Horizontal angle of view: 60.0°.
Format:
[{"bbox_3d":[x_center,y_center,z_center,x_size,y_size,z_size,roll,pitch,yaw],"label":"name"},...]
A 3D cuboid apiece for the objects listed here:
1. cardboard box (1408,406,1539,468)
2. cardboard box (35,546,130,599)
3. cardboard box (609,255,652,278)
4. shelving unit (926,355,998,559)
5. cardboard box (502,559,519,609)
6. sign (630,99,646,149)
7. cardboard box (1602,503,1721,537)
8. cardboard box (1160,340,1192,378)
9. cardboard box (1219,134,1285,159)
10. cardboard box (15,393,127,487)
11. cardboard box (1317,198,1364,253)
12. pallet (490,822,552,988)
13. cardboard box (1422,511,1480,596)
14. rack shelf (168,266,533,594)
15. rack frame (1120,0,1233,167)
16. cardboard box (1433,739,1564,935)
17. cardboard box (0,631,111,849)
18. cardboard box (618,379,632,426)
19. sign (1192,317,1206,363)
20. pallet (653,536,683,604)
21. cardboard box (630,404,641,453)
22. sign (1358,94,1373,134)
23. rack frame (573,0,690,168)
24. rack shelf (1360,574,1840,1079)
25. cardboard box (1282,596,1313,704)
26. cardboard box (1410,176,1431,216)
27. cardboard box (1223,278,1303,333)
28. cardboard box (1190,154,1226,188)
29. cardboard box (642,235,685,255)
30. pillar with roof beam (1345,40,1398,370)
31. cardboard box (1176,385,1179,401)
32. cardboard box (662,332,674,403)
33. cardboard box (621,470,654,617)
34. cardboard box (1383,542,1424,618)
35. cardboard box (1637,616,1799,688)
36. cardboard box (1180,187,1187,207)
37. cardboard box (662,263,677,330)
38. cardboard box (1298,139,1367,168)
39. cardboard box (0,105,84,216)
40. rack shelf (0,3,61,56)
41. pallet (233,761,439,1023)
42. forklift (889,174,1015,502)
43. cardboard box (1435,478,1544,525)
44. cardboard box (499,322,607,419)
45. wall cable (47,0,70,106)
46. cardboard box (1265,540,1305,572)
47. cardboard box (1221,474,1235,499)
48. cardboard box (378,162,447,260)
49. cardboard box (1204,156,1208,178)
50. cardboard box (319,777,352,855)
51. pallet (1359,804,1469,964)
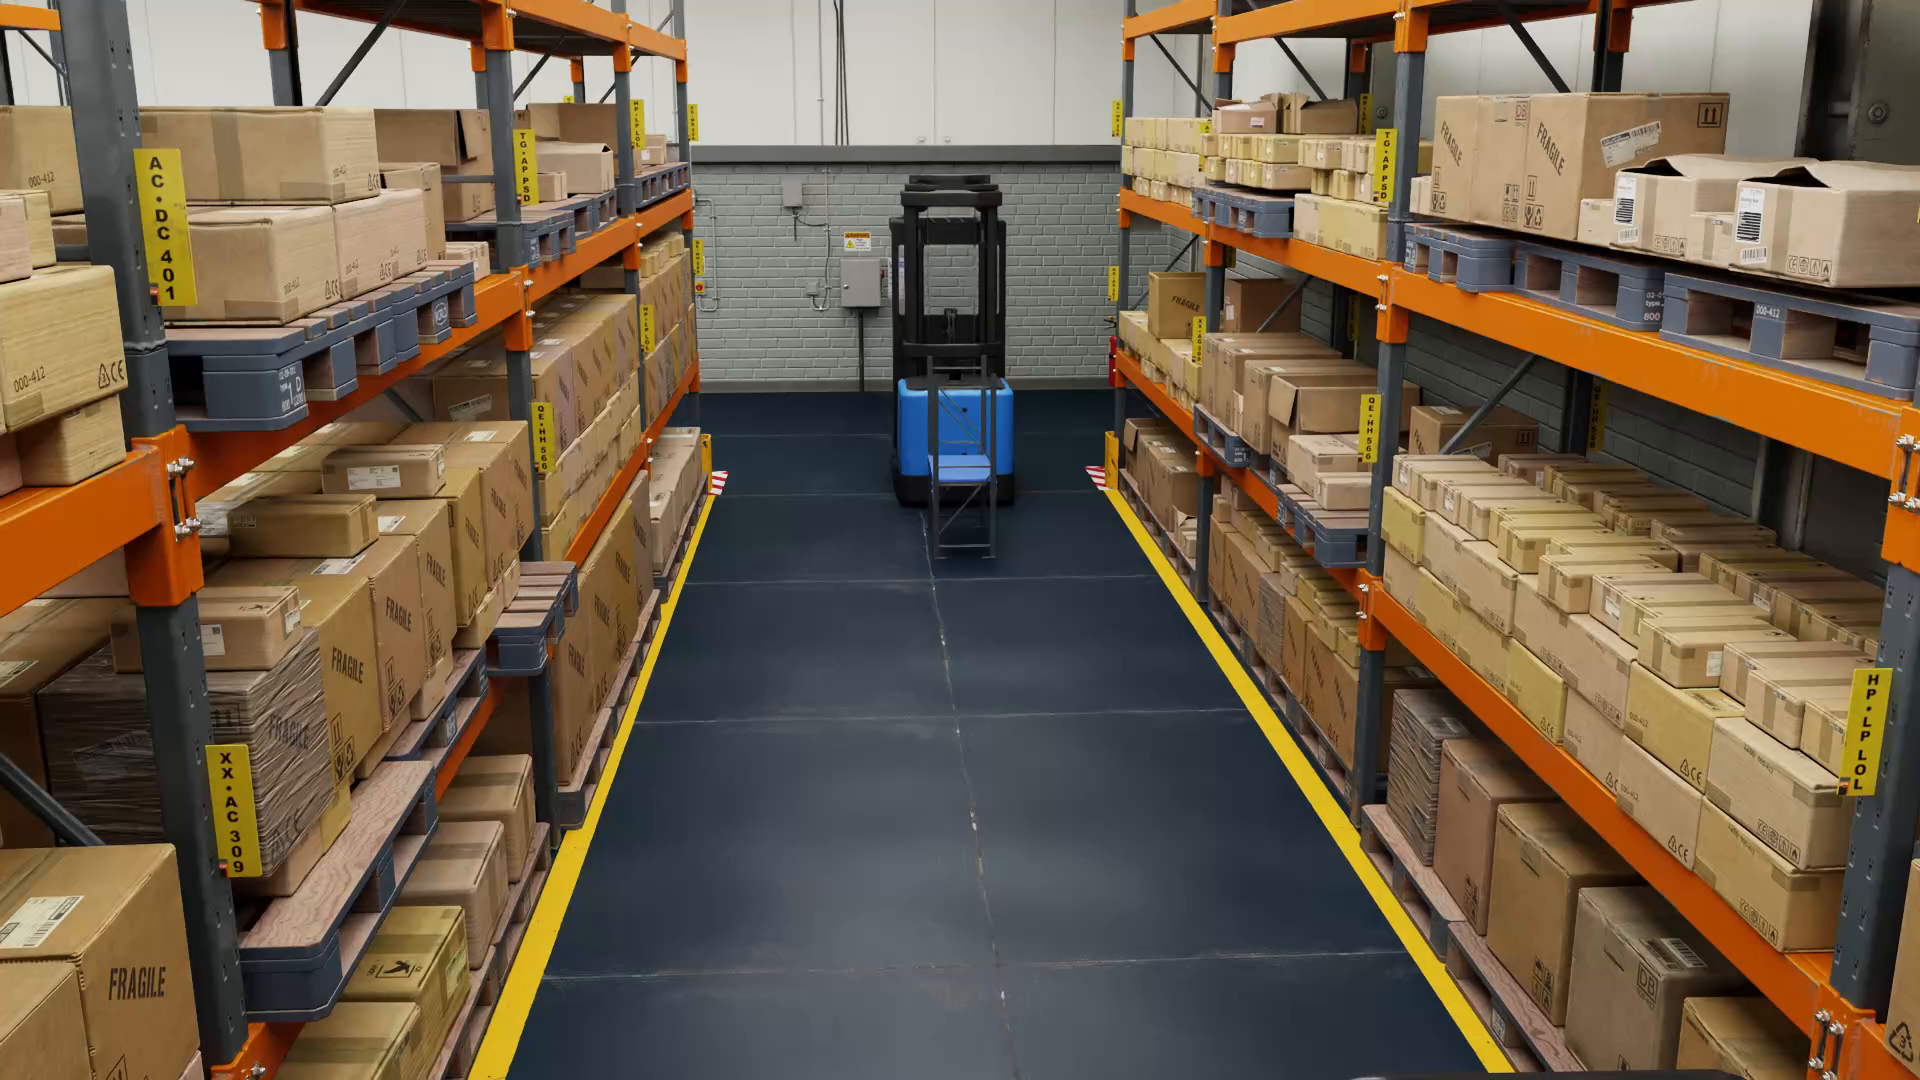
[{"bbox_3d":[2.611,-0.399,8.513,0.500,0.500,0.500,0,14,-1],"label":"cardboard box"},{"bbox_3d":[-2.529,0.063,4.818,0.380,0.149,0.250,-1,14,-5],"label":"cardboard box"},{"bbox_3d":[-2.519,-2.052,12.474,0.380,0.149,0.250,-1,14,-4],"label":"cardboard box"},{"bbox_3d":[0.005,-0.705,13.757,0.538,1.500,1.048,-1,14,-3],"label":"shelving unit"},{"bbox_3d":[-2.062,0.185,6.950,0.380,0.149,0.250,-1,14,-4],"label":"cardboard box"},{"bbox_3d":[-2.174,-2.800,11.200,0.100,0.325,0.005,-1,14,-3],"label":"sign"},{"bbox_3d":[2.816,-0.046,6.684,0.380,0.149,0.250,-1,14,-4],"label":"cardboard box"},{"bbox_3d":[1.901,-1.454,13.362,0.500,0.250,0.500,-1,14,-4],"label":"cardboard box"},{"bbox_3d":[1.881,-2.528,10.676,0.380,0.149,0.250,-1,14,-4],"label":"cardboard box"},{"bbox_3d":[-1.894,-0.201,3.273,0.380,0.149,0.250,-1,14,-3],"label":"cardboard box"},{"bbox_3d":[2.181,-1.645,8.683,0.500,0.250,0.500,-1,14,-3],"label":"cardboard box"},{"bbox_3d":[-2.420,1.606,7.361,1.003,0.211,1.213,-1,14,-3],"label":"pallet"},{"bbox_3d":[2.301,0.053,7.099,0.500,0.250,0.500,0,14,-2],"label":"cardboard box"},{"bbox_3d":[-2.343,-0.546,5.552,1.077,0.370,4.000,-1,14,-3],"label":"rack shelf"},{"bbox_3d":[1.992,-4.911,15.056,1.000,3.000,0.127,-1,14,-3],"label":"rack frame"},{"bbox_3d":[2.561,1.248,7.079,0.875,0.625,0.625,0,14,-2],"label":"cardboard box"},{"bbox_3d":[-2.477,0.549,4.234,0.500,0.500,0.500,-1,14,-4],"label":"cardboard box"},{"bbox_3d":[-2.406,-0.873,10.698,0.500,0.250,0.500,-1,14,-2],"label":"cardboard box"},{"bbox_3d":[1.698,-1.420,11.789,0.100,0.325,0.005,-1,14,-3],"label":"sign"},{"bbox_3d":[-2.684,0.226,12.723,1.003,0.211,1.213,-1,14,-3],"label":"pallet"},{"bbox_3d":[-2.435,-0.753,11.236,0.500,0.250,0.500,-1,14,-5],"label":"cardboard box"},{"bbox_3d":[2.793,-2.915,11.486,0.100,0.325,0.005,-1,14,-3],"label":"sign"},{"bbox_3d":[-2.962,-4.834,14.754,1.000,3.000,0.127,-1,14,-3],"label":"rack frame"},{"bbox_3d":[2.611,0.829,6.227,1.077,0.370,4.000,-1,14,-3],"label":"rack shelf"},{"bbox_3d":[2.191,0.634,9.716,0.500,0.500,0.500,0,14,-1],"label":"cardboard box"},{"bbox_3d":[2.206,-1.516,7.306,0.380,0.166,0.250,-1,14,-4],"label":"cardboard box"},{"bbox_3d":[2.413,-1.820,13.280,0.500,0.500,0.500,-1,14,-5],"label":"cardboard box"},{"bbox_3d":[1.960,-2.651,11.996,0.500,0.250,0.500,-1,14,-3],"label":"cardboard box"},{"bbox_3d":[-2.600,-2.563,14.461,0.380,0.149,0.250,-1,14,-4],"label":"cardboard box"},{"bbox_3d":[-1.201,-4.037,11.658,9.100,9.000,0.400,-1,14,-3],"label":"pillar with roof beam"},{"bbox_3d":[1.900,-1.159,13.017,0.380,0.149,0.250,-1,14,-2],"label":"cardboard box"},{"bbox_3d":[-2.534,-1.352,13.060,0.500,0.500,0.500,-1,14,-3],"label":"cardboard box"},{"bbox_3d":[-2.596,0.045,11.253,0.875,0.875,0.875,0,14,-2],"label":"cardboard box"},{"bbox_3d":[2.271,0.170,7.646,0.500,0.250,0.500,-1,14,-3],"label":"cardboard box"},{"bbox_3d":[2.347,0.345,5.162,0.380,0.149,0.250,-1,14,-5],"label":"cardboard box"},{"bbox_3d":[1.892,-2.616,12.659,0.380,0.149,0.250,-1,14,-4],"label":"cardboard box"},{"bbox_3d":[-2.576,-1.967,13.445,0.500,0.500,0.500,-1,14,-4],"label":"cardboard box"},{"bbox_3d":[2.090,-2.137,9.197,0.380,0.149,0.250,-1,14,-3],"label":"cardboard box"},{"bbox_3d":[-2.382,-0.912,3.986,0.500,0.250,0.500,-1,14,-2],"label":"cardboard box"},{"bbox_3d":[-7.773,-3.885,12.516,1.077,0.370,4.000,-1,14,-3],"label":"rack shelf"},{"bbox_3d":[-2.121,0.957,4.674,1.003,0.211,1.213,-1,14,-3],"label":"pallet"},{"bbox_3d":[-0.125,-2.083,16.238,1.130,2.935,3.031,-1,14,-4],"label":"forklift"},{"bbox_3d":[2.272,-0.165,7.147,0.380,0.149,0.250,0,14,-2],"label":"cardboard box"},{"bbox_3d":[-2.338,-0.976,9.591,0.500,0.500,0.500,-1,14,-3],"label":"cardboard box"},{"bbox_3d":[-9.764,-7.698,19.431,2.277,5.999,0.120,-1,14,-3],"label":"wall cable"},{"bbox_3d":[2.140,0.099,10.494,0.380,0.149,0.250,0,14,-1],"label":"cardboard box"},{"bbox_3d":[2.057,-0.370,11.719,0.380,0.149,0.250,-1,14,-4],"label":"cardboard box"},{"bbox_3d":[-2.418,-1.204,6.466,0.700,0.500,0.500,-1,14,-3],"label":"cardboard box"},{"bbox_3d":[1.861,-2.514,11.217,0.380,0.149,0.250,-1,14,-3],"label":"cardboard box"},{"bbox_3d":[-1.944,0.770,4.677,0.380,0.149,0.250,-1,14,-2],"label":"cardboard box"},{"bbox_3d":[2.499,1.539,7.620,1.003,0.211,1.213,-1,14,-3],"label":"pallet"}]
